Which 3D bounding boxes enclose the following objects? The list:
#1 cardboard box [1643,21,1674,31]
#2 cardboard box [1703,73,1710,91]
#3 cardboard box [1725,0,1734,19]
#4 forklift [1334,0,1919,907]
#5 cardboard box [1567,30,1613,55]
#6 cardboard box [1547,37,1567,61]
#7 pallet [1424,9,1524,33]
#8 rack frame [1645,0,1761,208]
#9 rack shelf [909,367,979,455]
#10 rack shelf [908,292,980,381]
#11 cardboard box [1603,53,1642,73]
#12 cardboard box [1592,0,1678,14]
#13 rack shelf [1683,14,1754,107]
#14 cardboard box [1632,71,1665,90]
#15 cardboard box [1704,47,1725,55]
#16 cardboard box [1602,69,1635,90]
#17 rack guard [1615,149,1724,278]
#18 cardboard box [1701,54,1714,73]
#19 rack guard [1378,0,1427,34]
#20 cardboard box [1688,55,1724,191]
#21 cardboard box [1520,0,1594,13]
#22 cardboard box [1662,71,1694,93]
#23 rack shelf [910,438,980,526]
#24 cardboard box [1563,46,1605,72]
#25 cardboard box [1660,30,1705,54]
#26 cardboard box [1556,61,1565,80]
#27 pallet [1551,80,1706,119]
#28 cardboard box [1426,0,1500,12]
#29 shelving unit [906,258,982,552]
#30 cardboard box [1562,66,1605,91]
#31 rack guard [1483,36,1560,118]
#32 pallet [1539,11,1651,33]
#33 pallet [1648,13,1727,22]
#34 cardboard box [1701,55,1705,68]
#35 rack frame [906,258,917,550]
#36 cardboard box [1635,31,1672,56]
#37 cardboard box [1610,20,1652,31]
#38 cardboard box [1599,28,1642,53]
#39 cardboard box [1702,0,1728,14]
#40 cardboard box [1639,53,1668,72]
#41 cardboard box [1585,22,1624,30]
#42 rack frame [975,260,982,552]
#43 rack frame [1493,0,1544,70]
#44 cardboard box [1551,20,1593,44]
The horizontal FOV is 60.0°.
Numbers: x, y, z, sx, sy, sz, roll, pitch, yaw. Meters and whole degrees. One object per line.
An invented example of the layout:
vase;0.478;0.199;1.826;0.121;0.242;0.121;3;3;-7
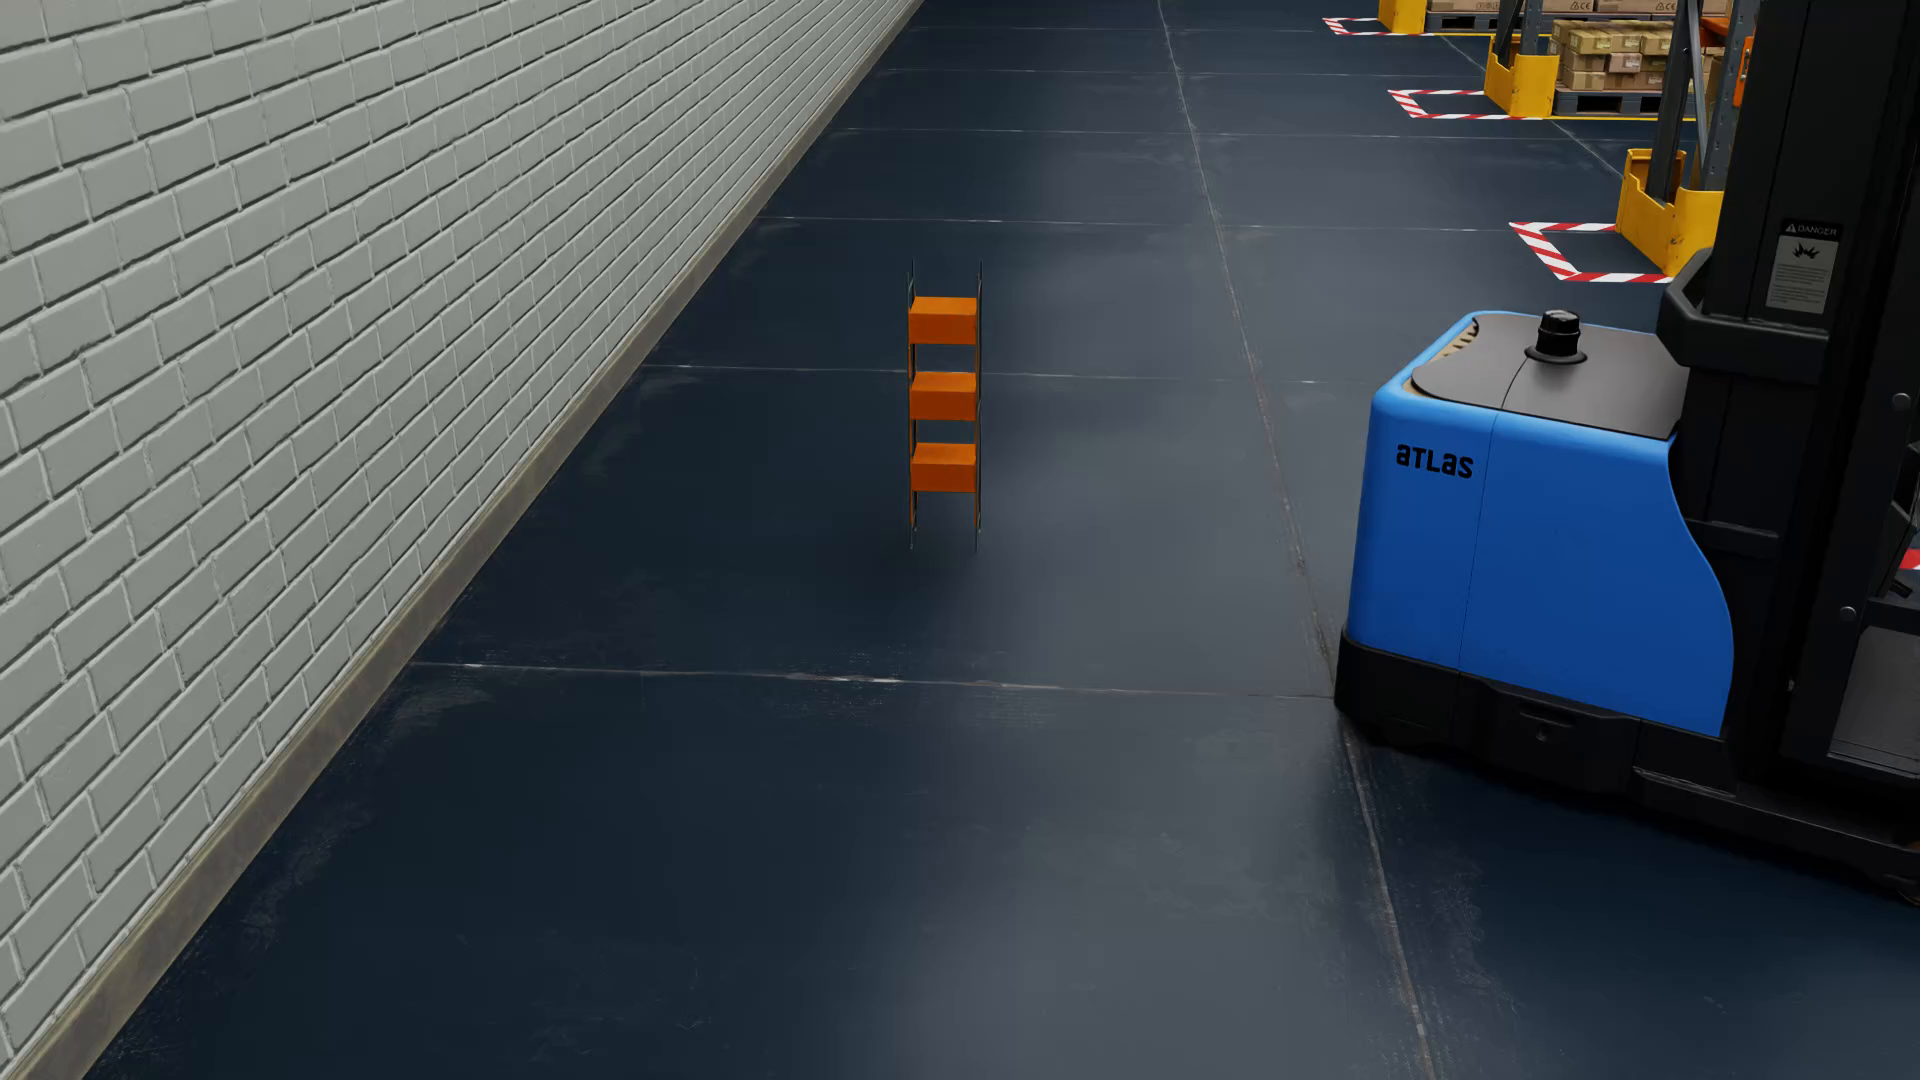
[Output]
cardboard box;6.083;-4.389;14.396;0.250;0.149;0.380;1;25;2
cardboard box;6.290;-3.900;14.046;0.250;0.149;0.380;2;25;4
cardboard box;4.668;-3.104;9.708;0.250;0.149;0.380;2;25;5
forklift;2.650;-0.609;4.067;3.031;2.935;1.130;15;28;29
cardboard box;5.265;-4.164;13.907;0.250;0.149;0.380;1;25;2
cardboard box;5.317;-4.289;14.536;0.250;0.149;0.380;1;25;3
pallet;5.850;-5.963;18.957;1.213;0.211;1.003;2;25;4
rack frame;4.288;-3.092;9.382;0.127;3.000;1.000;2;25;4
rack shelf;-0.053;-0.469;6.039;0.240;0.259;0.215;2;25;4
rack shelf;-0.053;-0.727;5.920;0.240;0.259;0.215;2;25;4
cardboard box;5.540;-4.031;13.975;0.250;0.149;0.380;2;25;4
cardboard box;7.524;-6.215;18.731;0.875;0.438;0.875;1;25;2
rack shelf;6.282;-2.702;9.394;4.000;0.370;1.077;2;25;4
cardboard box;5.782;-3.923;14.095;0.250;0.149;0.380;2;25;5
cardboard box;6.320;-4.158;13.894;0.250;0.149;0.380;3;25;6
cardboard box;5.534;-3.928;14.106;0.250;0.149;0.380;2;25;4
rack guard;4.264;-1.958;9.906;0.348;0.500;1.175;2;25;4
cardboard box;6.310;-4.038;13.989;0.250;0.149;0.380;1;25;1
rack guard;5.023;-6.088;18.883;0.348;0.500;1.175;2;25;4
cardboard box;4.932;-2.331;9.767;0.875;0.875;0.875;2;25;4
cardboard box;6.626;-6.244;18.795;0.875;0.438;0.875;2;25;5
cardboard box;6.028;-3.869;13.977;0.250;0.149;0.380;2;25;5
rack shelf;-0.053;-0.217;6.155;0.240;0.259;0.215;2;25;4
cardboard box;5.271;-4.064;14.045;0.250;0.149;0.380;3;25;6
cardboard box;6.044;-4.170;13.921;0.250;0.149;0.380;1;25;1
cardboard box;5.309;-4.122;14.528;0.250;0.149;0.380;2;25;5
pallet;5.652;-3.847;14.357;1.213;0.211;1.003;2;25;4
cardboard box;5.712;-6.270;18.851;0.875;0.438;0.875;1;25;2
shelving unit;-0.053;-0.479;6.034;0.252;1.050;0.215;2;25;4
cardboard box;5.266;-3.902;14.050;0.250;0.149;0.380;2;25;5
rack guard;4.844;-4.018;14.385;0.348;0.500;1.175;2;25;4
pallet;7.063;-5.923;18.869;1.213;0.211;1.003;2;25;4
pallet;8.283;-5.885;18.787;1.213;0.211;1.003;2;25;4
cardboard box;6.038;-4.007;13.922;0.250;0.149;0.380;3;25;6
rack frame;-0.175;-0.483;6.043;0.008;1.050;0.200;2;25;4
cardboard box;5.790;-4.144;13.864;0.250;0.149;0.380;2;25;4
cardboard box;5.830;-4.424;14.472;0.250;0.149;0.380;1;25;3
cardboard box;5.549;-4.205;13.997;0.250;0.149;0.380;2;25;5
cardboard box;8.417;-6.186;18.669;0.875;0.438;0.875;1;25;3
cardboard box;5.791;-4.060;14.038;0.250;0.149;0.380;2;25;5
cardboard box;5.562;-4.379;14.375;0.250;0.149;0.380;2;25;5
rack frame;0.068;-0.475;6.026;0.008;1.050;0.200;2;25;4
rack frame;4.768;-5.156;13.868;0.127;3.000;1.000;2;25;4
cardboard box;5.316;-4.411;14.444;0.250;0.149;0.380;2;25;5
